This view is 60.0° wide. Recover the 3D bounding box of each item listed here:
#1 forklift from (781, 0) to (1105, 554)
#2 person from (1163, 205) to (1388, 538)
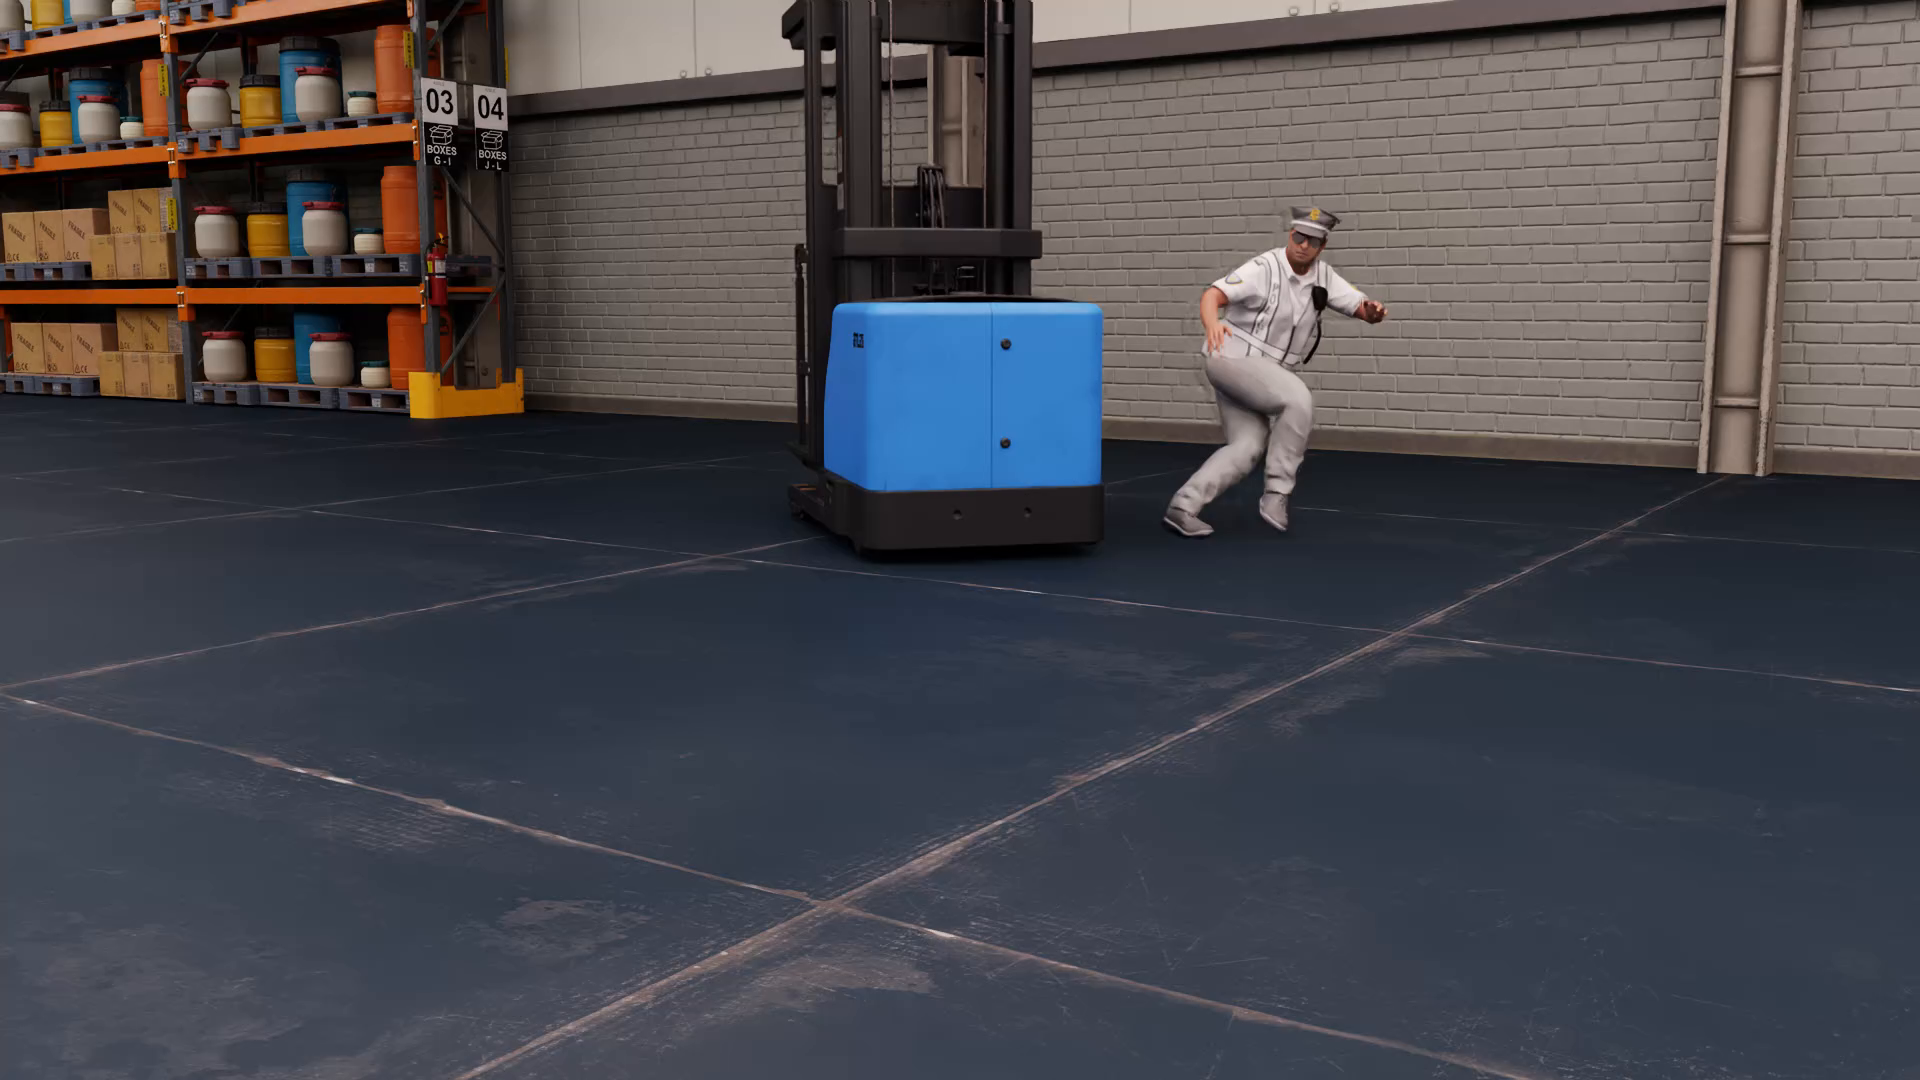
[{"bbox_3d":[-0.257,-1.561,8.168,1.130,2.935,3.031,-2,8,-15],"label":"forklift"},{"bbox_3d":[1.471,-0.779,7.710,0.933,1.519,0.999,8,11,44],"label":"person"}]
